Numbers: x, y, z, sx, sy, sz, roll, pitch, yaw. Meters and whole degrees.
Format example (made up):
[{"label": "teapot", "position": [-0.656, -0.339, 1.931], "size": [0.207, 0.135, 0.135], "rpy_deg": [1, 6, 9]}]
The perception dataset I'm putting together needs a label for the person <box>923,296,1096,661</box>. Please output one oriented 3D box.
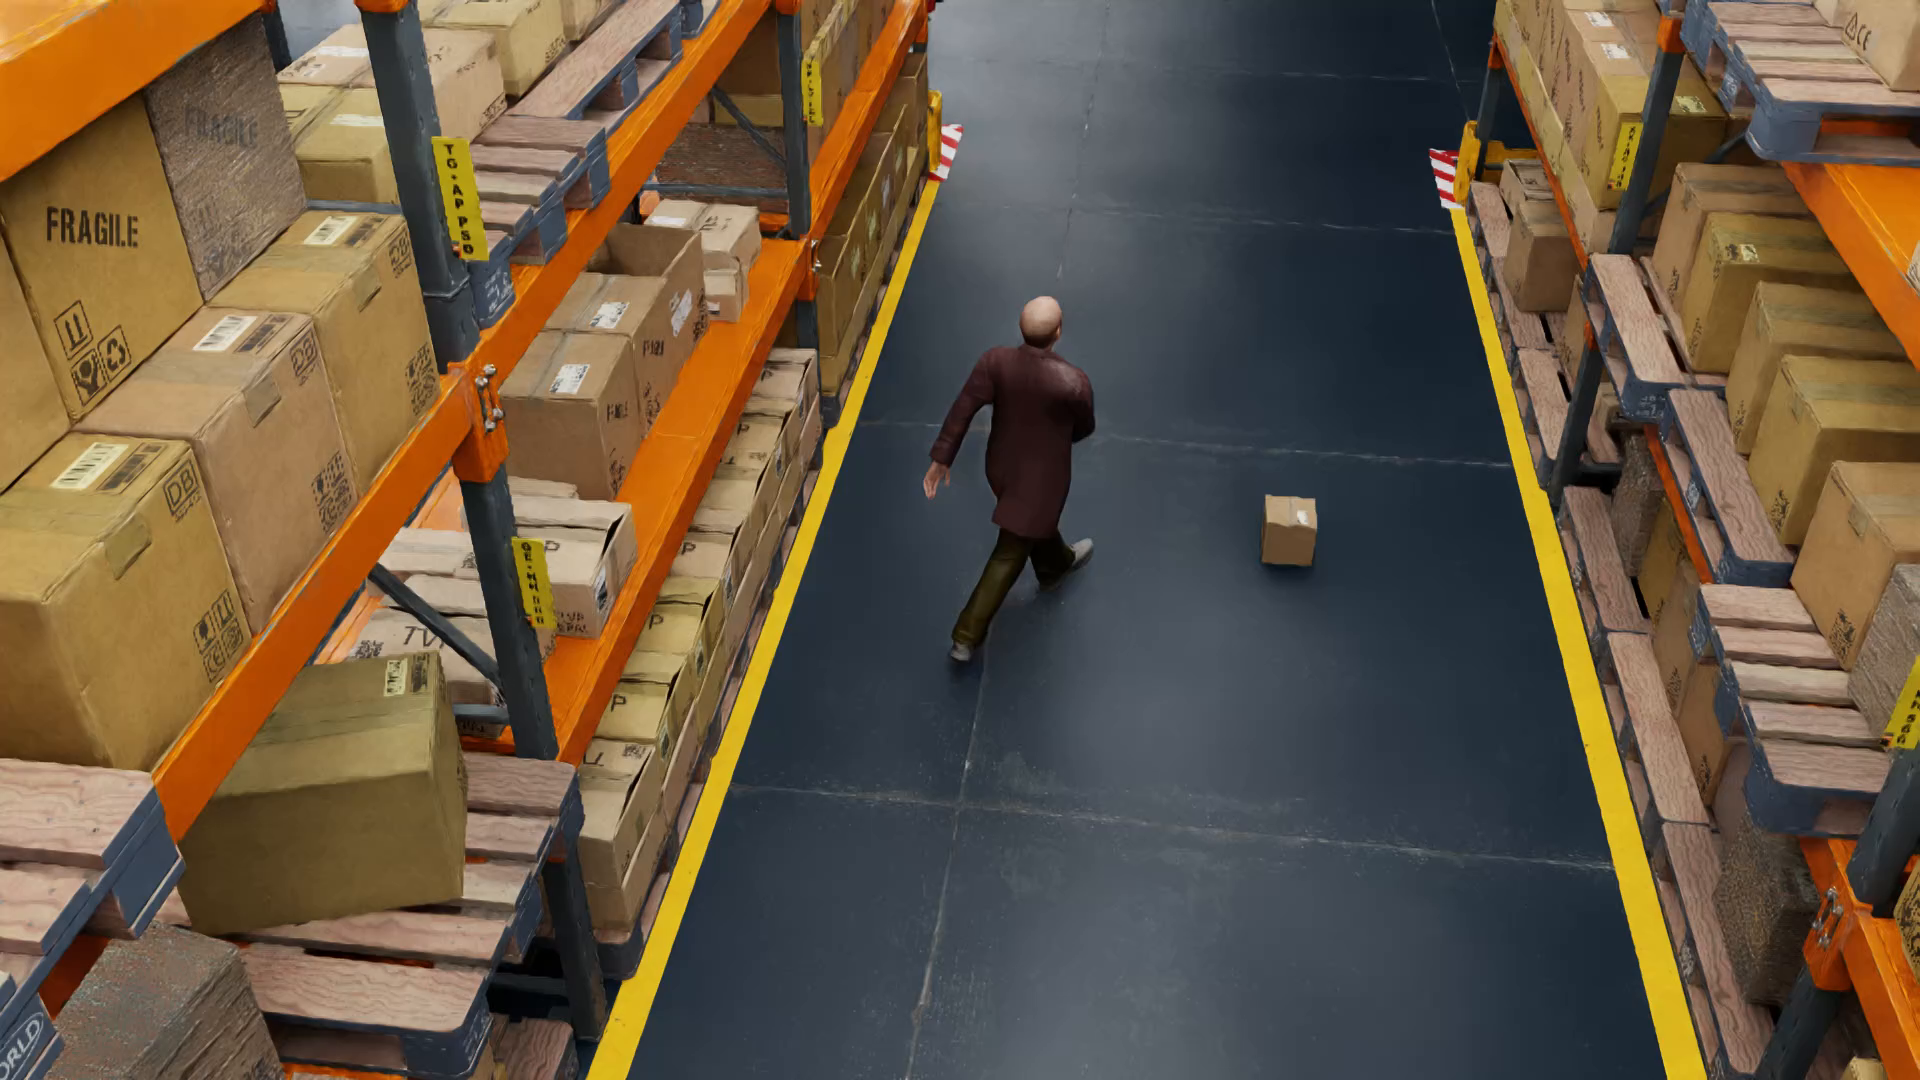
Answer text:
[{"label": "person", "position": [0.287, -0.346, 7.548], "size": [0.657, 1.725, 1.131], "rpy_deg": [24, 42, 30]}]
